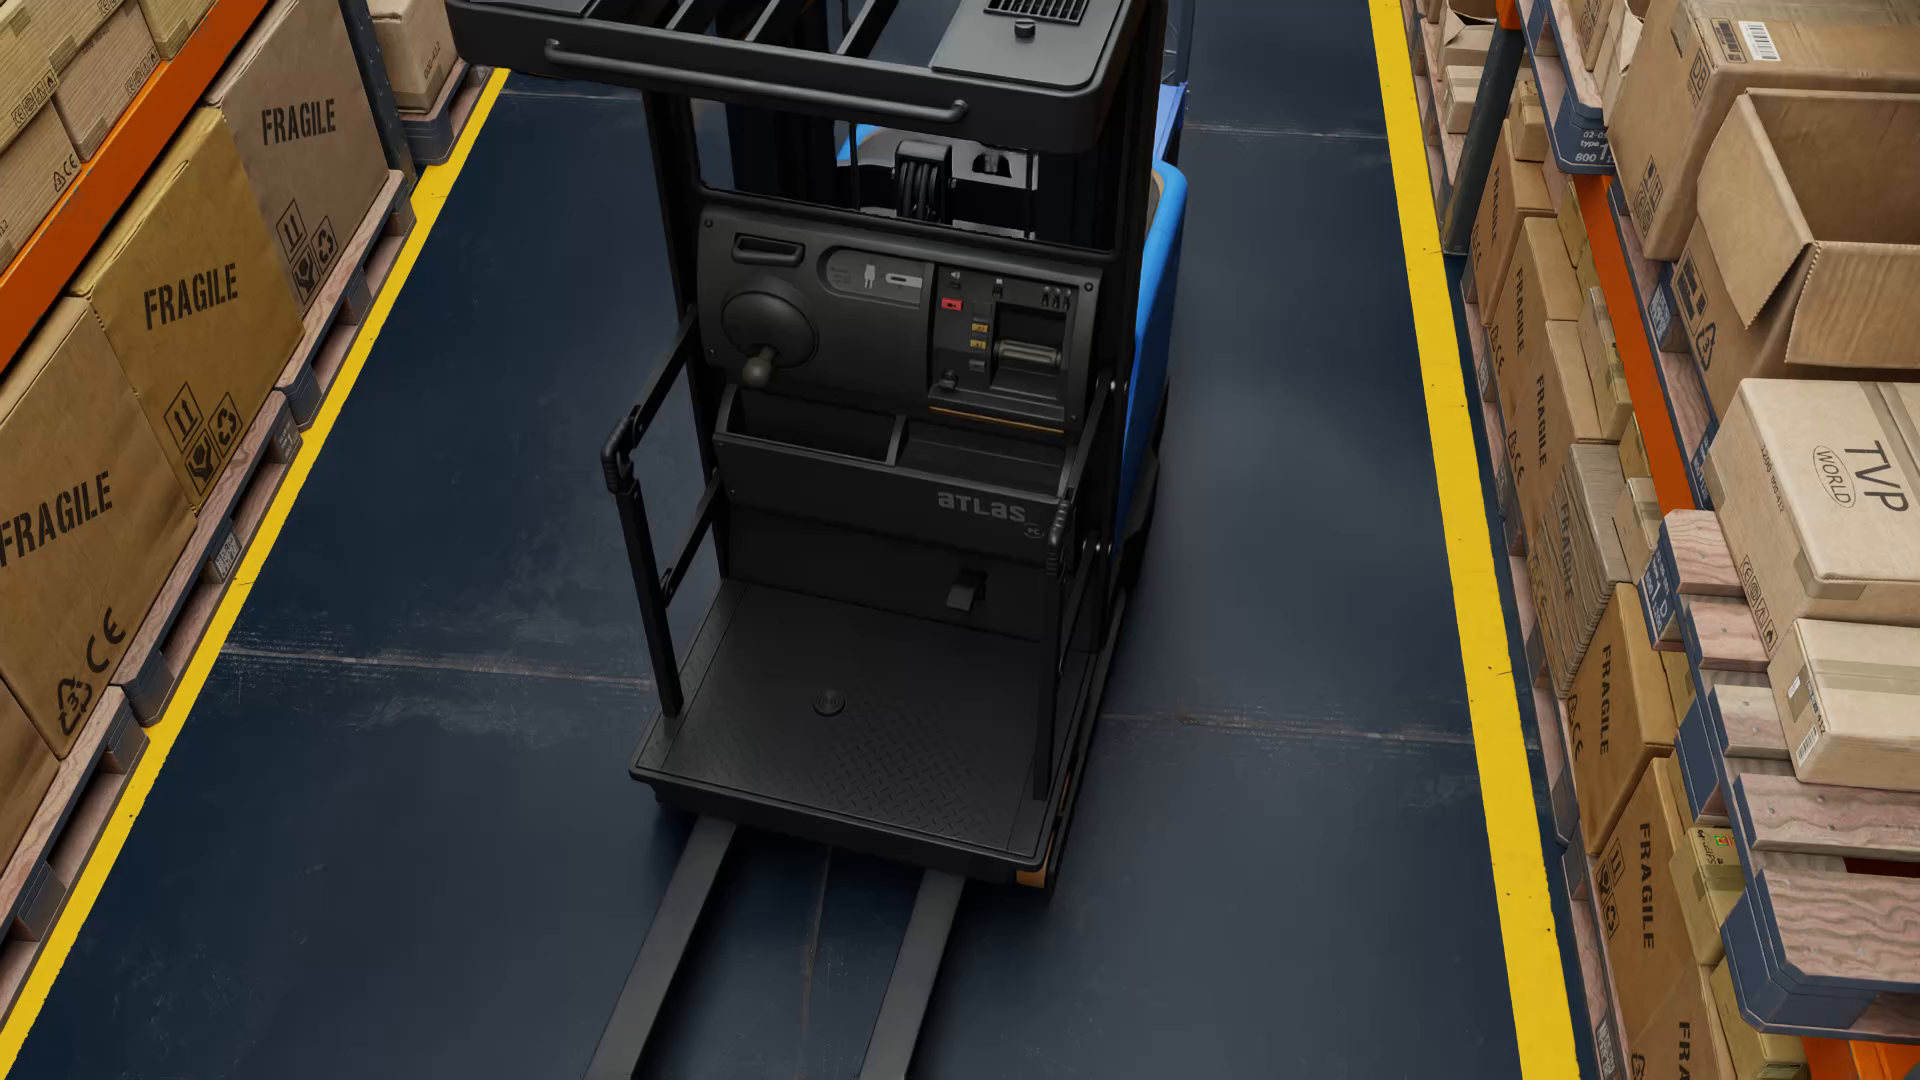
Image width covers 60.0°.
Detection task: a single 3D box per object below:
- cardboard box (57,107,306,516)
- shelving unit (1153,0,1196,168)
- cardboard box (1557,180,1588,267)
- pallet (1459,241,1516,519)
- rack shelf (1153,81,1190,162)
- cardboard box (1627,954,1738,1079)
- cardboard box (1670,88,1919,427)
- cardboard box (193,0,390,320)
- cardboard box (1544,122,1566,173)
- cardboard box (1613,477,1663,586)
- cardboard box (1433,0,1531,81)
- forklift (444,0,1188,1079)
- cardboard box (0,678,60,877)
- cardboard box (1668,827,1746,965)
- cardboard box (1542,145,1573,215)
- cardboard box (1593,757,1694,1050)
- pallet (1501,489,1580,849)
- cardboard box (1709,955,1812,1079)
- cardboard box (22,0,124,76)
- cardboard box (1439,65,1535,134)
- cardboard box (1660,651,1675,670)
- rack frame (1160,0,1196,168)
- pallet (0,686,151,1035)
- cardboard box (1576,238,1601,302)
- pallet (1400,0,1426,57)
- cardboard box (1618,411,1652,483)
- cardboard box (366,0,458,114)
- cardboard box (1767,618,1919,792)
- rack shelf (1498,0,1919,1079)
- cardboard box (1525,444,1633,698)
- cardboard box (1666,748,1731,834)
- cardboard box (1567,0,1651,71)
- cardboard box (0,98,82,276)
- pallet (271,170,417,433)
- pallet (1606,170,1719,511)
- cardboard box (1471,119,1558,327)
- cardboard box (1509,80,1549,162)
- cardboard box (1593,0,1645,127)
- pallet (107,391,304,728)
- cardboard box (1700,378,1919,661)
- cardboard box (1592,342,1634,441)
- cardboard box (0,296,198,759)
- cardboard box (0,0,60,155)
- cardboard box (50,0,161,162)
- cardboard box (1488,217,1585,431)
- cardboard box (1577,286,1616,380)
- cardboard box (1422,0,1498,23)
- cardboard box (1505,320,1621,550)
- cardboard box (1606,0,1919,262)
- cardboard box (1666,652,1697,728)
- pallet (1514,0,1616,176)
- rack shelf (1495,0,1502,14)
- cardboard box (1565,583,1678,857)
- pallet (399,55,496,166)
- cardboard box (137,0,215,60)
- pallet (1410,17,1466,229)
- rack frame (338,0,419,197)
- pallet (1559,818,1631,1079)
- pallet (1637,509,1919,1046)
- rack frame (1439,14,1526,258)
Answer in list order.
[{"bbox_3d":[-2.685,-0.716,5.028,0.875,0.875,0.875,5,48,5],"label":"cardboard box"},{"bbox_3d":[0.421,-1.359,5.476,0.538,1.500,1.048,11,49,10],"label":"shelving unit"},{"bbox_3d":[2.052,-0.959,5.064,0.380,0.149,0.250,2,48,2],"label":"cardboard box"},{"bbox_3d":[2.273,-0.545,5.605,1.003,0.211,1.213,4,48,4],"label":"pallet"},{"bbox_3d":[0.421,-1.237,5.609,0.538,0.185,1.000,11,49,10],"label":"rack shelf"},{"bbox_3d":[1.769,1.230,3.502,0.500,0.500,0.500,5,48,5],"label":"cardboard box"},{"bbox_3d":[1.910,-0.535,3.352,0.797,0.503,0.637,3,48,3],"label":"cardboard box"},{"bbox_3d":[-2.611,-1.381,5.635,0.875,0.875,0.875,5,48,5],"label":"cardboard box"},{"bbox_3d":[2.036,-1.263,5.141,0.380,0.149,0.250,2,48,2],"label":"cardboard box"},{"bbox_3d":[1.887,-0.016,4.202,0.380,0.149,0.250,2,48,2],"label":"cardboard box"},{"bbox_3d":[2.100,-1.996,6.611,0.396,0.266,0.258,5,48,5],"label":"cardboard box"},{"bbox_3d":[-0.204,-0.396,3.626,1.130,2.935,3.031,11,49,10],"label":"forklift"},{"bbox_3d":[-2.853,0.596,3.828,0.875,0.875,0.875,3,48,3],"label":"cardboard box"},{"bbox_3d":[1.732,0.754,3.498,0.380,0.149,0.250,2,48,2],"label":"cardboard box"},{"bbox_3d":[2.064,-1.149,5.237,0.380,0.149,0.250,3,48,2],"label":"cardboard box"},{"bbox_3d":[1.825,0.863,3.837,0.500,0.500,0.500,3,48,3],"label":"cardboard box"},{"bbox_3d":[2.164,0.354,4.783,1.003,0.211,1.213,4,48,4],"label":"pallet"},{"bbox_3d":[1.738,0.956,3.312,0.380,0.149,0.250,2,48,2],"label":"cardboard box"},{"bbox_3d":[-2.511,-1.446,4.303,0.500,0.250,0.500,5,48,4],"label":"cardboard box"},{"bbox_3d":[2.068,-1.695,6.415,0.380,0.149,0.250,3,48,2],"label":"cardboard box"},{"bbox_3d":[1.891,0.189,4.014,0.380,0.149,0.250,3,48,3],"label":"cardboard box"},{"bbox_3d":[0.553,-1.721,5.808,0.500,1.500,0.032,11,49,10],"label":"rack frame"},{"bbox_3d":[-2.851,0.889,4.294,1.003,0.211,1.213,4,48,4],"label":"pallet"},{"bbox_3d":[2.040,-0.757,4.879,0.380,0.149,0.250,3,48,3],"label":"cardboard box"},{"bbox_3d":[2.482,-2.548,7.438,1.003,0.211,1.213,4,48,4],"label":"pallet"},{"bbox_3d":[1.960,-0.193,4.364,0.380,0.149,0.250,4,48,4],"label":"cardboard box"},{"bbox_3d":[-2.470,-2.148,6.634,0.875,0.438,0.875,3,48,3],"label":"cardboard box"},{"bbox_3d":[1.623,0.288,2.839,0.380,0.149,0.250,5,48,4],"label":"cardboard box"},{"bbox_3d":[2.127,-0.373,4.046,1.077,0.370,4.000,4,48,4],"label":"rack shelf"},{"bbox_3d":[1.899,0.095,4.539,0.500,0.500,0.500,2,48,2],"label":"cardboard box"},{"bbox_3d":[1.800,0.563,3.672,0.380,0.149,0.250,2,48,2],"label":"cardboard box"},{"bbox_3d":[1.995,-1.540,4.274,0.700,0.500,0.500,4,48,4],"label":"cardboard box"},{"bbox_3d":[-2.579,-0.896,4.139,0.500,0.250,0.500,4,48,4],"label":"cardboard box"},{"bbox_3d":[-2.629,-0.904,5.934,1.003,0.211,1.213,4,48,4],"label":"pallet"},{"bbox_3d":[2.118,-0.511,3.815,1.003,0.211,1.213,4,48,4],"label":"pallet"},{"bbox_3d":[2.041,-1.044,5.581,0.500,0.500,0.500,6,48,5],"label":"cardboard box"},{"bbox_3d":[2.012,-1.357,5.428,0.380,0.149,0.250,6,48,5],"label":"cardboard box"},{"bbox_3d":[1.801,-1.187,4.110,0.396,0.266,0.258,6,48,5],"label":"cardboard box"},{"bbox_3d":[-2.738,-0.005,5.111,1.003,0.211,1.213,4,48,4],"label":"pallet"},{"bbox_3d":[1.719,-0.035,3.066,0.500,0.250,0.500,2,48,2],"label":"cardboard box"},{"bbox_3d":[1.955,-0.394,4.547,0.380,0.149,0.250,5,48,5],"label":"cardboard box"},{"bbox_3d":[-2.767,-0.059,4.427,0.875,0.875,0.875,4,48,4],"label":"cardboard box"},{"bbox_3d":[-2.541,-1.068,3.957,0.500,0.250,0.500,5,48,4],"label":"cardboard box"},{"bbox_3d":[-2.536,-1.276,4.486,0.500,0.250,0.500,3,48,2],"label":"cardboard box"},{"bbox_3d":[2.003,-0.652,5.223,0.500,0.500,0.500,3,48,3],"label":"cardboard box"},{"bbox_3d":[1.980,-0.576,4.714,0.380,0.149,0.250,4,48,3],"label":"cardboard box"},{"bbox_3d":[2.313,-2.492,6.906,0.700,0.500,0.500,2,48,2],"label":"cardboard box"},{"bbox_3d":[1.953,-0.285,4.888,0.500,0.500,0.500,3,48,2],"label":"cardboard box"},{"bbox_3d":[1.924,-0.964,3.746,0.700,0.500,0.500,4,48,3],"label":"cardboard box"},{"bbox_3d":[1.869,0.372,3.847,0.380,0.149,0.250,5,48,5],"label":"cardboard box"},{"bbox_3d":[2.128,-1.441,4.666,1.003,0.211,1.213,4,48,4],"label":"pallet"},{"bbox_3d":[2.492,-3.313,6.735,1.077,0.370,4.000,4,48,4],"label":"rack shelf"},{"bbox_3d":[1.871,0.478,4.189,0.500,0.500,0.500,6,48,5],"label":"cardboard box"},{"bbox_3d":[-2.487,-2.029,6.963,1.003,0.211,1.213,4,48,4],"label":"pallet"},{"bbox_3d":[-2.471,-1.646,4.824,0.500,0.250,0.500,3,48,3],"label":"cardboard box"},{"bbox_3d":[2.373,-1.649,6.616,1.003,0.211,1.213,4,48,4],"label":"pallet"},{"bbox_3d":[-2.634,-2.417,5.428,1.000,3.000,0.127,4,48,4],"label":"rack frame"},{"bbox_3d":[2.051,1.248,3.965,1.003,0.211,1.213,4,48,4],"label":"pallet"},{"bbox_3d":[1.937,0.415,2.967,1.213,0.211,1.003,4,48,4],"label":"pallet"},{"bbox_3d":[2.310,-2.086,5.125,1.000,3.000,0.127,4,48,4],"label":"rack frame"}]
